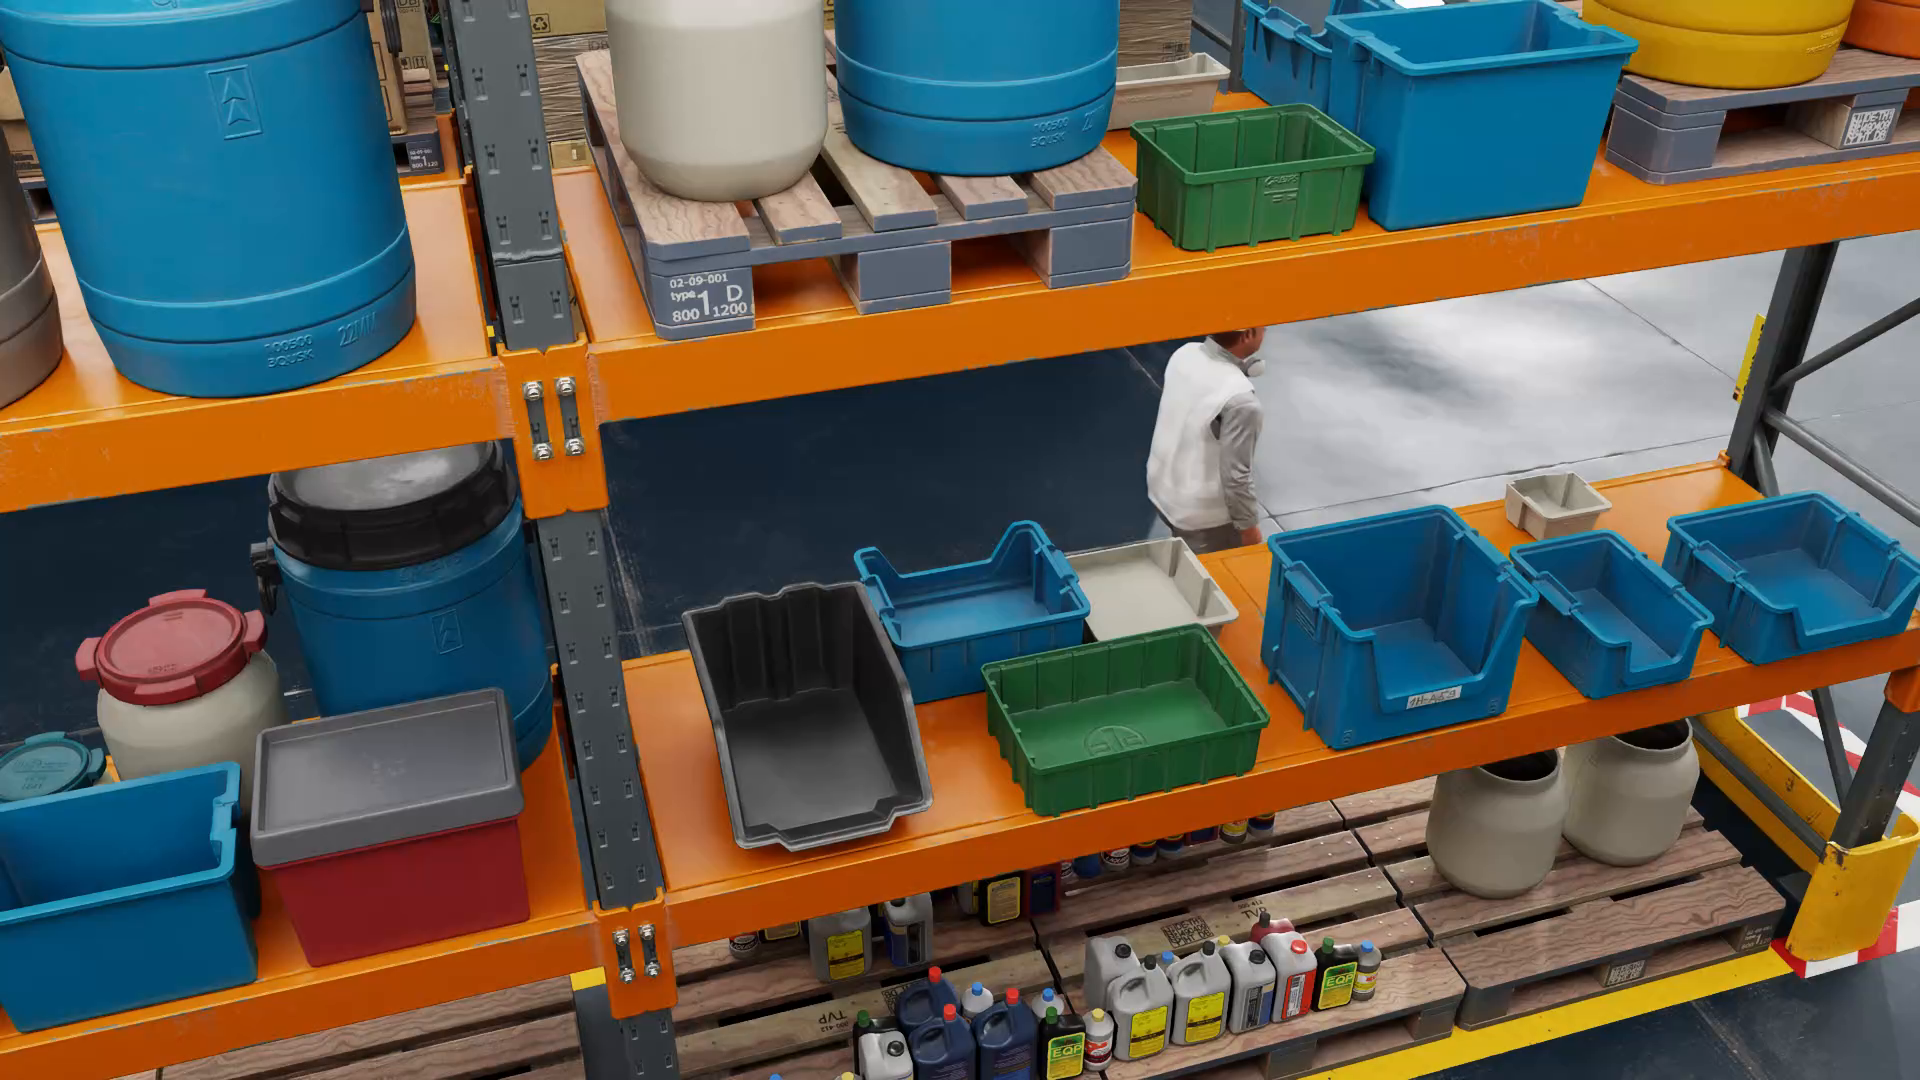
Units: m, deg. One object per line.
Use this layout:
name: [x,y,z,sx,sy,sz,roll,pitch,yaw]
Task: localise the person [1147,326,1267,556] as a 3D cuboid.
person: [0.956,-0.163,6.361,0.464,1.772,0.589,-11,35,-16]
